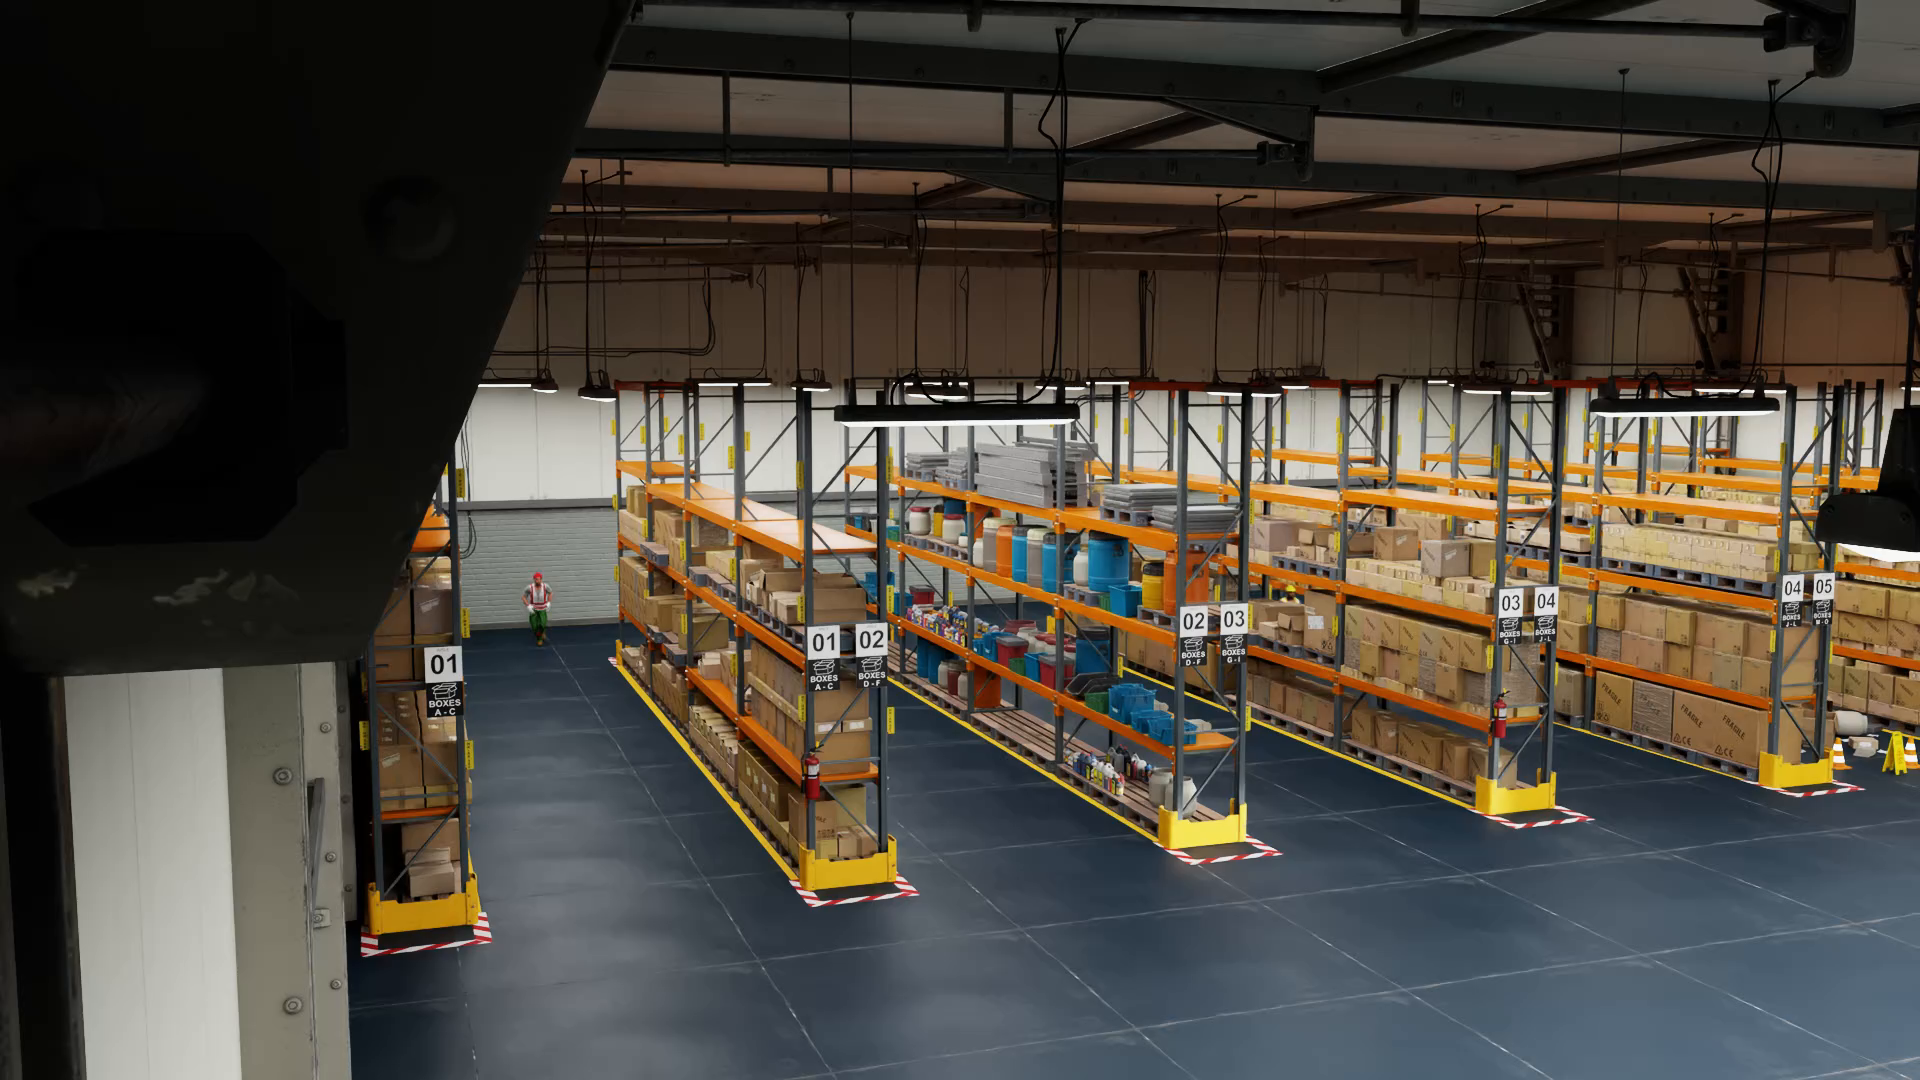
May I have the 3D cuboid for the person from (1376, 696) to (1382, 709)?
[{"bbox_3d":[7.614,2.300,29.976,0.600,1.754,0.660,-1,6,-6],"label":"person"}]

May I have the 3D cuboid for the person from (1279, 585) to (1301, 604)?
[{"bbox_3d":[6.895,1.793,34.668,0.648,1.703,1.059,-2,6,-19],"label":"person"}]

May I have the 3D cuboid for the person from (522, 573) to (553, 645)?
[{"bbox_3d":[-9.493,1.552,37.371,0.652,1.683,0.636,-1,6,-10],"label":"person"}]
